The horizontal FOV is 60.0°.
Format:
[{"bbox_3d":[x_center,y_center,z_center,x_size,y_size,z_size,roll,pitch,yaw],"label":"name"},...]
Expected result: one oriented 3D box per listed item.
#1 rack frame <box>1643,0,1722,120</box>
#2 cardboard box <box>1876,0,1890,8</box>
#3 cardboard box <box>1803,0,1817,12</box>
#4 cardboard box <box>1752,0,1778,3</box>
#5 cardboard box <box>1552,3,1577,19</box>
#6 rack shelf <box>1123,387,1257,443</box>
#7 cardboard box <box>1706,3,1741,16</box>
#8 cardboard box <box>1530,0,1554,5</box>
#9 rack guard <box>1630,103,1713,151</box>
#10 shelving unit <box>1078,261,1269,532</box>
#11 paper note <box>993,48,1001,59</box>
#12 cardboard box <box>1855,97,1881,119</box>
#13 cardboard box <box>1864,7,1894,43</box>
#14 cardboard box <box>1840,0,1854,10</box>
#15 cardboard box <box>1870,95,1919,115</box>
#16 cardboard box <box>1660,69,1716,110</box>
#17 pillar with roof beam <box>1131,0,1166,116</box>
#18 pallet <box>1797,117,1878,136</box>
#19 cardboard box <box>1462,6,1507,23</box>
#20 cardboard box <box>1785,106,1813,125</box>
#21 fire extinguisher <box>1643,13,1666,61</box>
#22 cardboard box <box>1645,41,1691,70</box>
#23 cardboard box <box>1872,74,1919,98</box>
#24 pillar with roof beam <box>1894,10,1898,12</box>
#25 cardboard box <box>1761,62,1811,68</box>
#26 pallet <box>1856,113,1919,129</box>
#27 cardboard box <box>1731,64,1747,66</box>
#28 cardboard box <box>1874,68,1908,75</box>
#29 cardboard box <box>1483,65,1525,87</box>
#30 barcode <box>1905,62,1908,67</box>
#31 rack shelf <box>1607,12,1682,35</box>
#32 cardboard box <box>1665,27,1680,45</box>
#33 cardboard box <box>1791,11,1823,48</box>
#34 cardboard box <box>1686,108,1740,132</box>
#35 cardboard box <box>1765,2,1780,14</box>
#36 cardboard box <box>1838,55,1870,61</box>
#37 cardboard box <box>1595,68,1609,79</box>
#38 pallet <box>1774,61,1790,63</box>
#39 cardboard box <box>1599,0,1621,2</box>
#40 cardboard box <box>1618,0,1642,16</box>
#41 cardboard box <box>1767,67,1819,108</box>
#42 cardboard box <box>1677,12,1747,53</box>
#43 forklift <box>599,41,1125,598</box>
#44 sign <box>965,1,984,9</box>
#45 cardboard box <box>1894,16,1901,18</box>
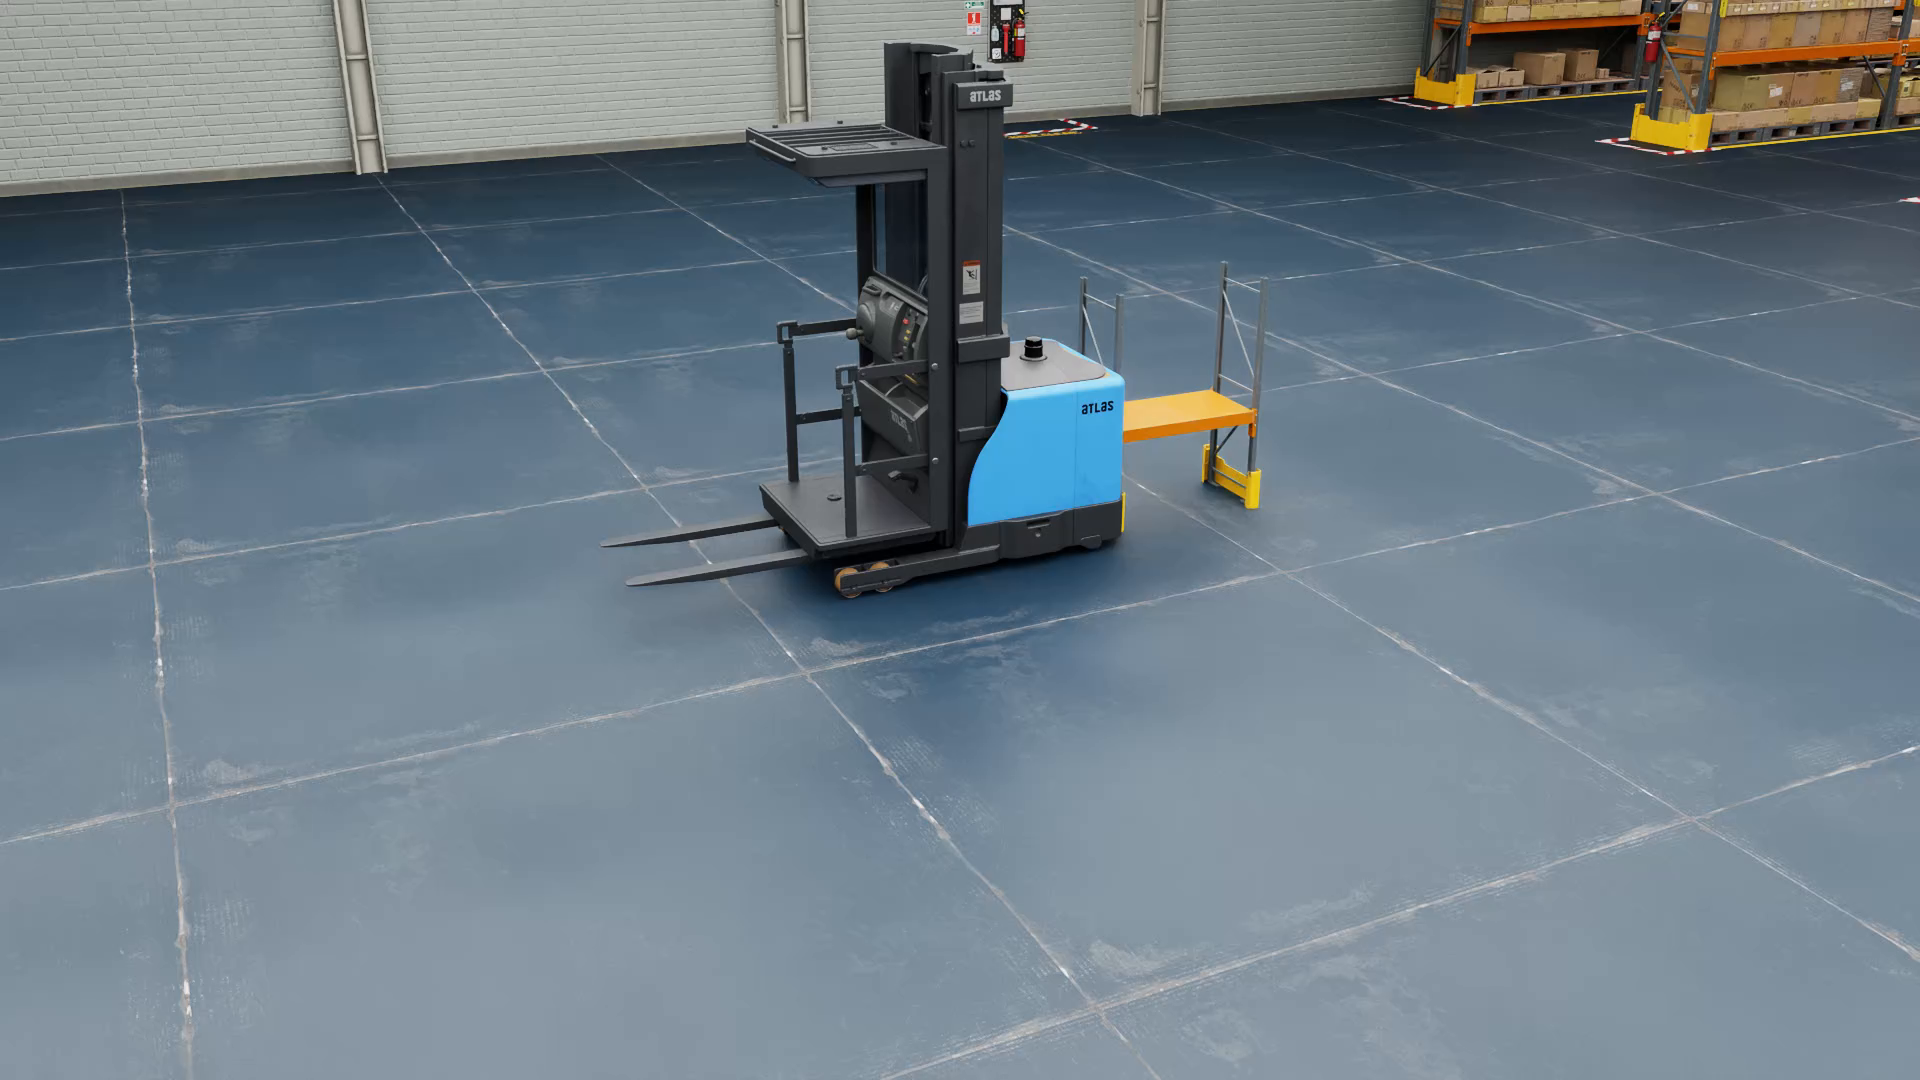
[{"bbox_3d":[10.300,-7.140,23.577,0.127,3.000,1.000,-10,25,-24],"label":"rack frame"},{"bbox_3d":[13.529,-7.990,24.652,0.250,0.149,0.380,-11,25,-25],"label":"cardboard box"},{"bbox_3d":[12.133,-7.732,24.027,0.250,0.149,0.380,-10,25,-23],"label":"cardboard box"},{"bbox_3d":[11.246,-7.957,23.723,0.500,0.500,0.700,-11,25,-25],"label":"cardboard box"},{"bbox_3d":[10.106,-9.015,28.276,0.500,0.250,0.500,-10,25,-23],"label":"cardboard box"},{"bbox_3d":[1.318,-0.753,10.579,1.000,0.185,0.538,-10,24,-22],"label":"rack shelf"},{"bbox_3d":[10.747,-7.477,23.412,0.250,0.149,0.380,-11,25,-24],"label":"cardboard box"},{"bbox_3d":[9.627,-9.271,27.914,0.500,0.500,0.500,-11,25,-25],"label":"cardboard box"},{"bbox_3d":[10.279,-5.981,24.046,0.348,0.500,1.175,-10,25,-24],"label":"rack guard"},{"bbox_3d":[1.326,-0.921,10.514,1.083,1.500,0.587,-10,24,-22],"label":"shelving unit"},{"bbox_3d":[0.565,-7.456,25.493,0.142,0.148,0.016,-10,25,-24],"label":"paper note"},{"bbox_3d":[13.582,-6.575,25.258,0.500,0.250,0.500,-10,25,-24],"label":"cardboard box"},{"bbox_3d":[13.508,-7.774,24.978,0.500,0.500,0.700,-11,25,-25],"label":"cardboard box"},{"bbox_3d":[12.835,-7.862,24.343,0.250,0.149,0.380,-11,25,-24],"label":"cardboard box"},{"bbox_3d":[14.376,-6.709,25.581,0.500,0.250,0.500,-11,25,-25],"label":"cardboard box"},{"bbox_3d":[10.655,-6.602,24.342,0.500,0.500,0.500,-10,25,-24],"label":"cardboard box"},{"bbox_3d":[4.865,-9.554,21.565,0.400,9.000,9.100,-10,25,-24],"label":"pillar with roof beam"},{"bbox_3d":[13.170,-6.398,25.430,1.213,0.211,1.003,-10,25,-24],"label":"pallet"},{"bbox_3d":[8.726,-8.758,27.656,0.500,0.250,0.500,-11,25,-25],"label":"cardboard box"},{"bbox_3d":[12.232,-6.324,24.652,0.500,0.250,0.500,-10,25,-24],"label":"cardboard box"},{"bbox_3d":[9.993,-7.245,23.931,0.183,0.674,0.296,-10,25,-24],"label":"fire extinguisher"},{"bbox_3d":[12.853,-8.789,30.254,0.500,0.500,0.700,-11,25,-25],"label":"cardboard box"},{"bbox_3d":[14.385,-6.969,25.477,0.500,0.311,0.500,-10,25,-23],"label":"cardboard box"},{"bbox_3d":[21.084,-12.540,28.778,0.400,9.000,9.100,-10,25,-24],"label":"pillar with roof beam"},{"bbox_3d":[12.450,-6.939,25.156,0.500,0.500,0.500,-10,25,-24],"label":"cardboard box"},{"bbox_3d":[14.552,-6.651,26.041,1.213,0.211,1.003,-10,25,-24],"label":"pallet"},{"bbox_3d":[14.216,-9.039,30.858,0.500,0.500,0.700,-10,25,-24],"label":"cardboard box"},{"bbox_3d":[14.611,-7.241,26.133,0.500,0.311,0.500,-10,24,-22],"label":"cardboard box"},{"bbox_3d":[9.325,-7.986,28.561,0.500,0.311,0.500,-8,24,-19],"label":"cardboard box"},{"bbox_3d":[14.315,-7.194,25.146,0.075,0.075,0.001,-10,25,-24],"label":"barcode"},{"bbox_3d":[13.555,-9.510,30.242,4.000,0.370,1.077,-10,25,-24],"label":"rack shelf"},{"bbox_3d":[12.804,-9.107,30.042,0.500,0.250,0.500,-11,25,-25],"label":"cardboard box"},{"bbox_3d":[12.120,-7.517,24.357,0.500,0.500,0.700,-10,24,-22],"label":"cardboard box"},{"bbox_3d":[10.880,-6.076,24.053,0.500,0.250,0.500,-10,25,-24],"label":"cardboard box"},{"bbox_3d":[11.438,-7.604,23.718,0.250,0.149,0.380,-11,25,-24],"label":"cardboard box"},{"bbox_3d":[16.869,-9.594,31.768,0.750,0.750,0.750,-11,25,-24],"label":"cardboard box"},{"bbox_3d":[11.284,-8.305,29.521,0.250,0.166,0.380,-14,26,-30],"label":"cardboard box"},{"bbox_3d":[16.100,-8.990,31.692,1.213,0.211,1.003,-10,25,-24],"label":"pallet"},{"bbox_3d":[11.014,-9.527,28.533,0.500,0.500,0.500,-11,25,-24],"label":"cardboard box"},{"bbox_3d":[11.458,-9.267,28.886,0.500,0.250,0.500,-10,25,-23],"label":"cardboard box"},{"bbox_3d":[12.233,-6.670,24.508,0.500,0.500,0.500,-10,25,-24],"label":"cardboard box"},{"bbox_3d":[10.727,-7.259,23.735,0.500,0.500,0.700,-10,25,-24],"label":"cardboard box"},{"bbox_3d":[-0.574,-1.255,9.449,3.031,2.935,1.130,-10,24,-22],"label":"forklift"},{"bbox_3d":[0.220,-8.072,25.088,0.331,0.109,0.001,-10,25,-24],"label":"sign"},{"bbox_3d":[14.617,-7.951,25.711,0.258,0.266,0.396,-11,25,-25],"label":"cardboard box"}]
